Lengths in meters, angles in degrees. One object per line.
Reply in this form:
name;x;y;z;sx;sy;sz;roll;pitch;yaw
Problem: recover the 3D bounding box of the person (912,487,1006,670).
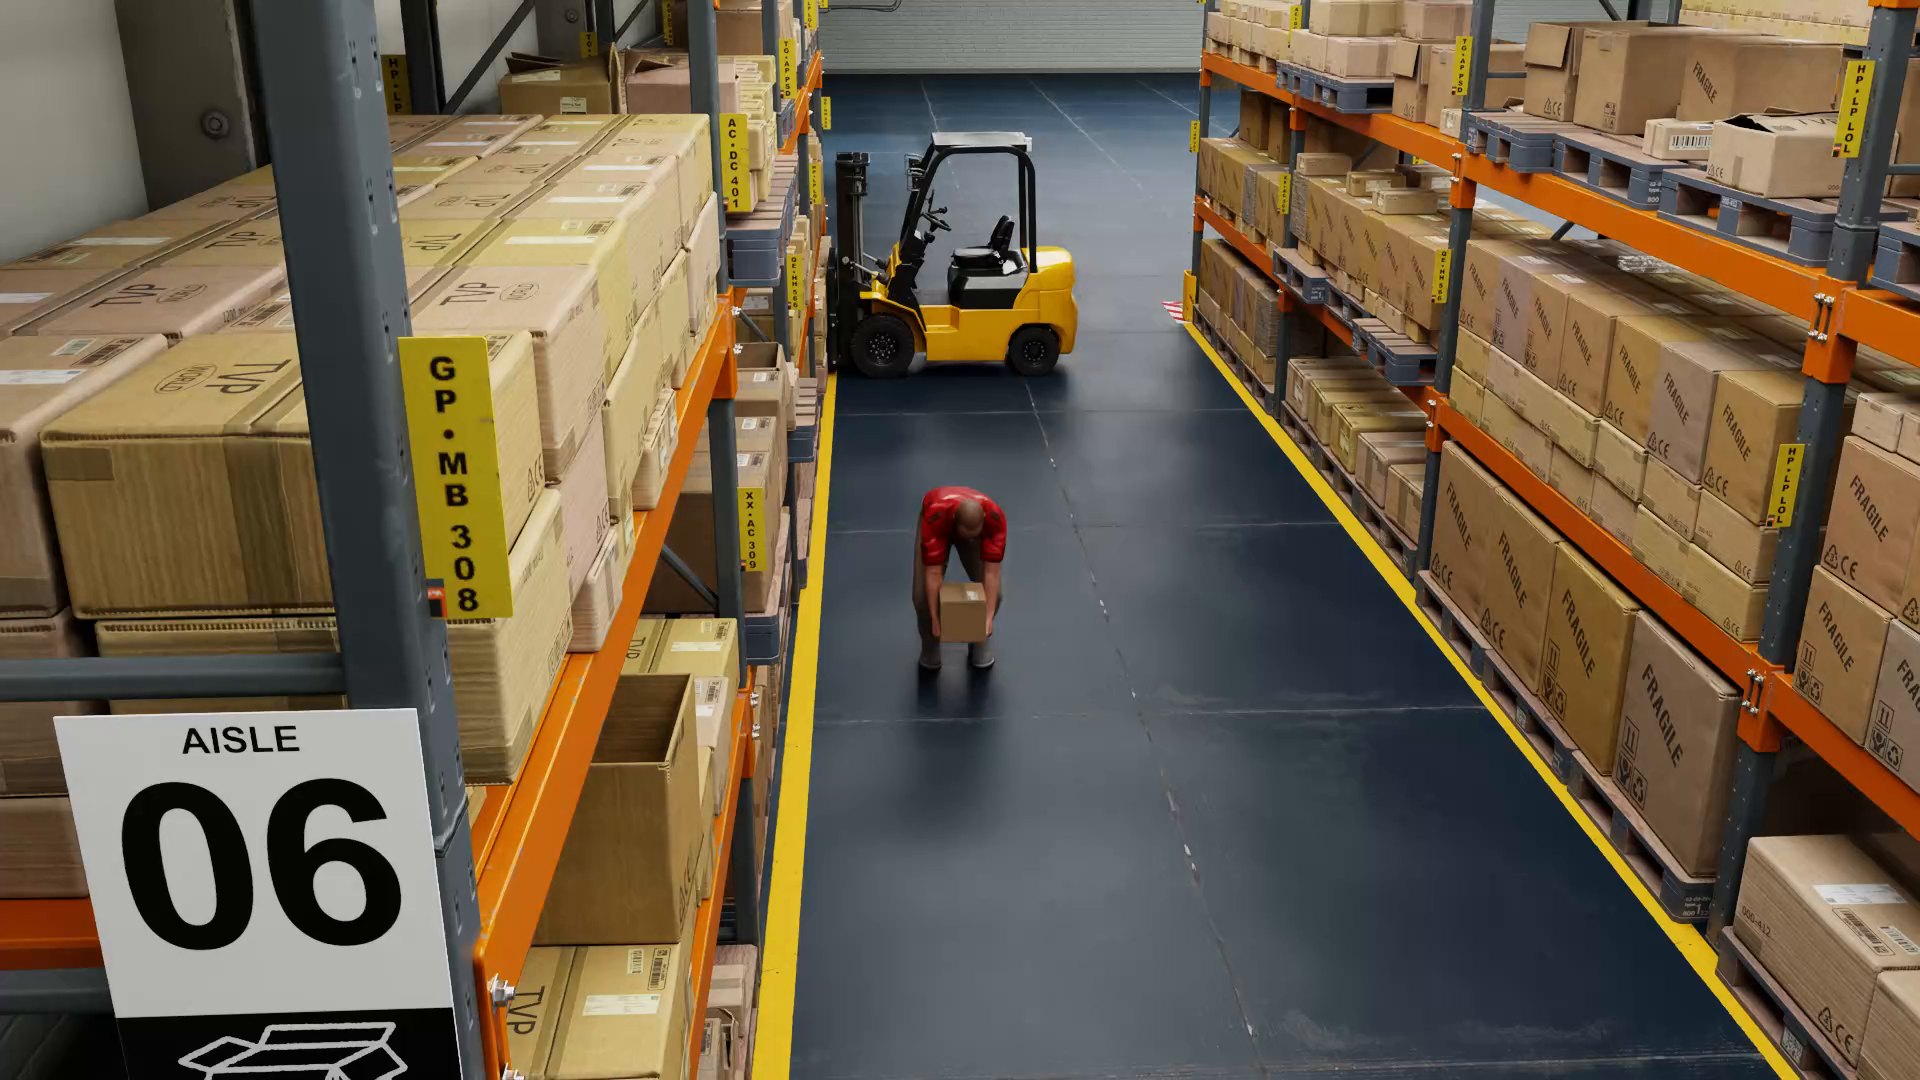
person;-0.007;0.214;9.332;0.517;1.170;0.931;-2;20;-5
